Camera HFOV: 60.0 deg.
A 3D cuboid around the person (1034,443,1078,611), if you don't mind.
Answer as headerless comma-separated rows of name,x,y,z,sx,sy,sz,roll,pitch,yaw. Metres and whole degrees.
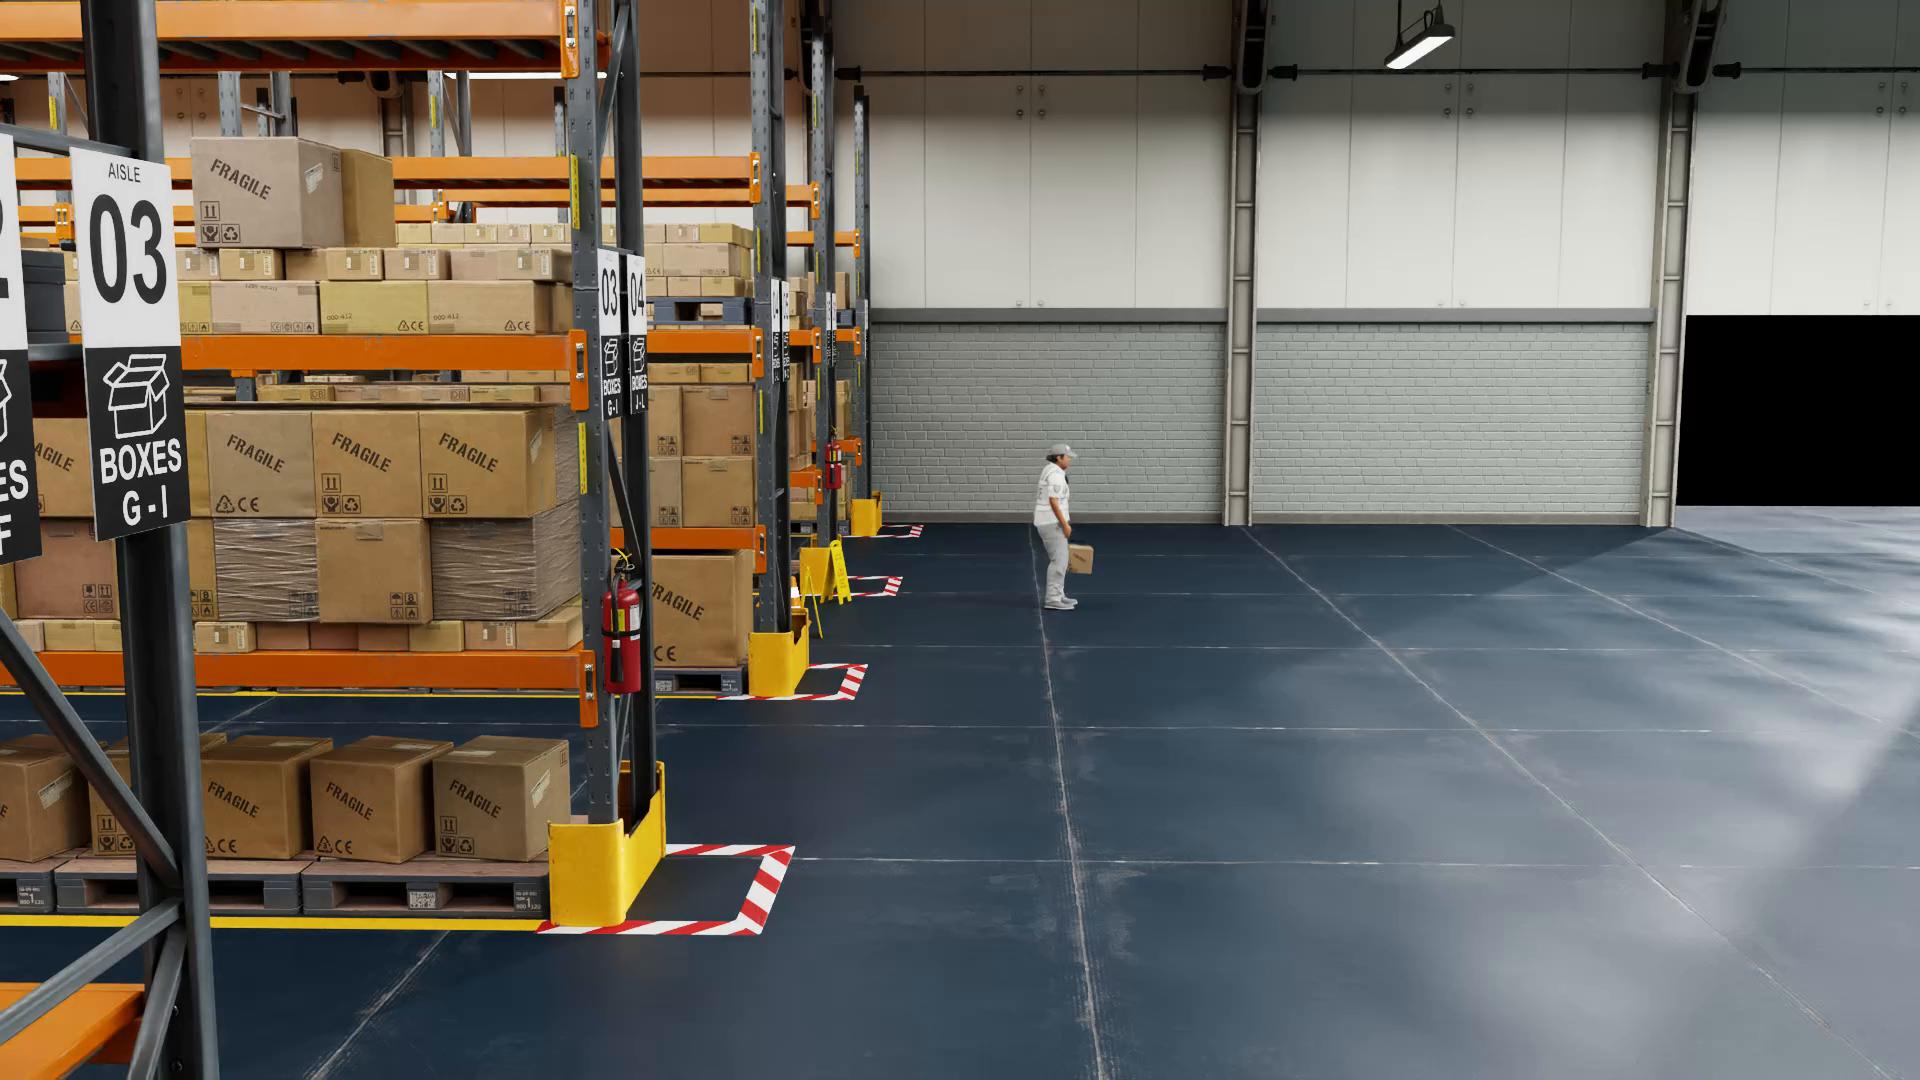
person,0.981,-0.148,16.882,0.452,1.670,0.526,0,7,0
